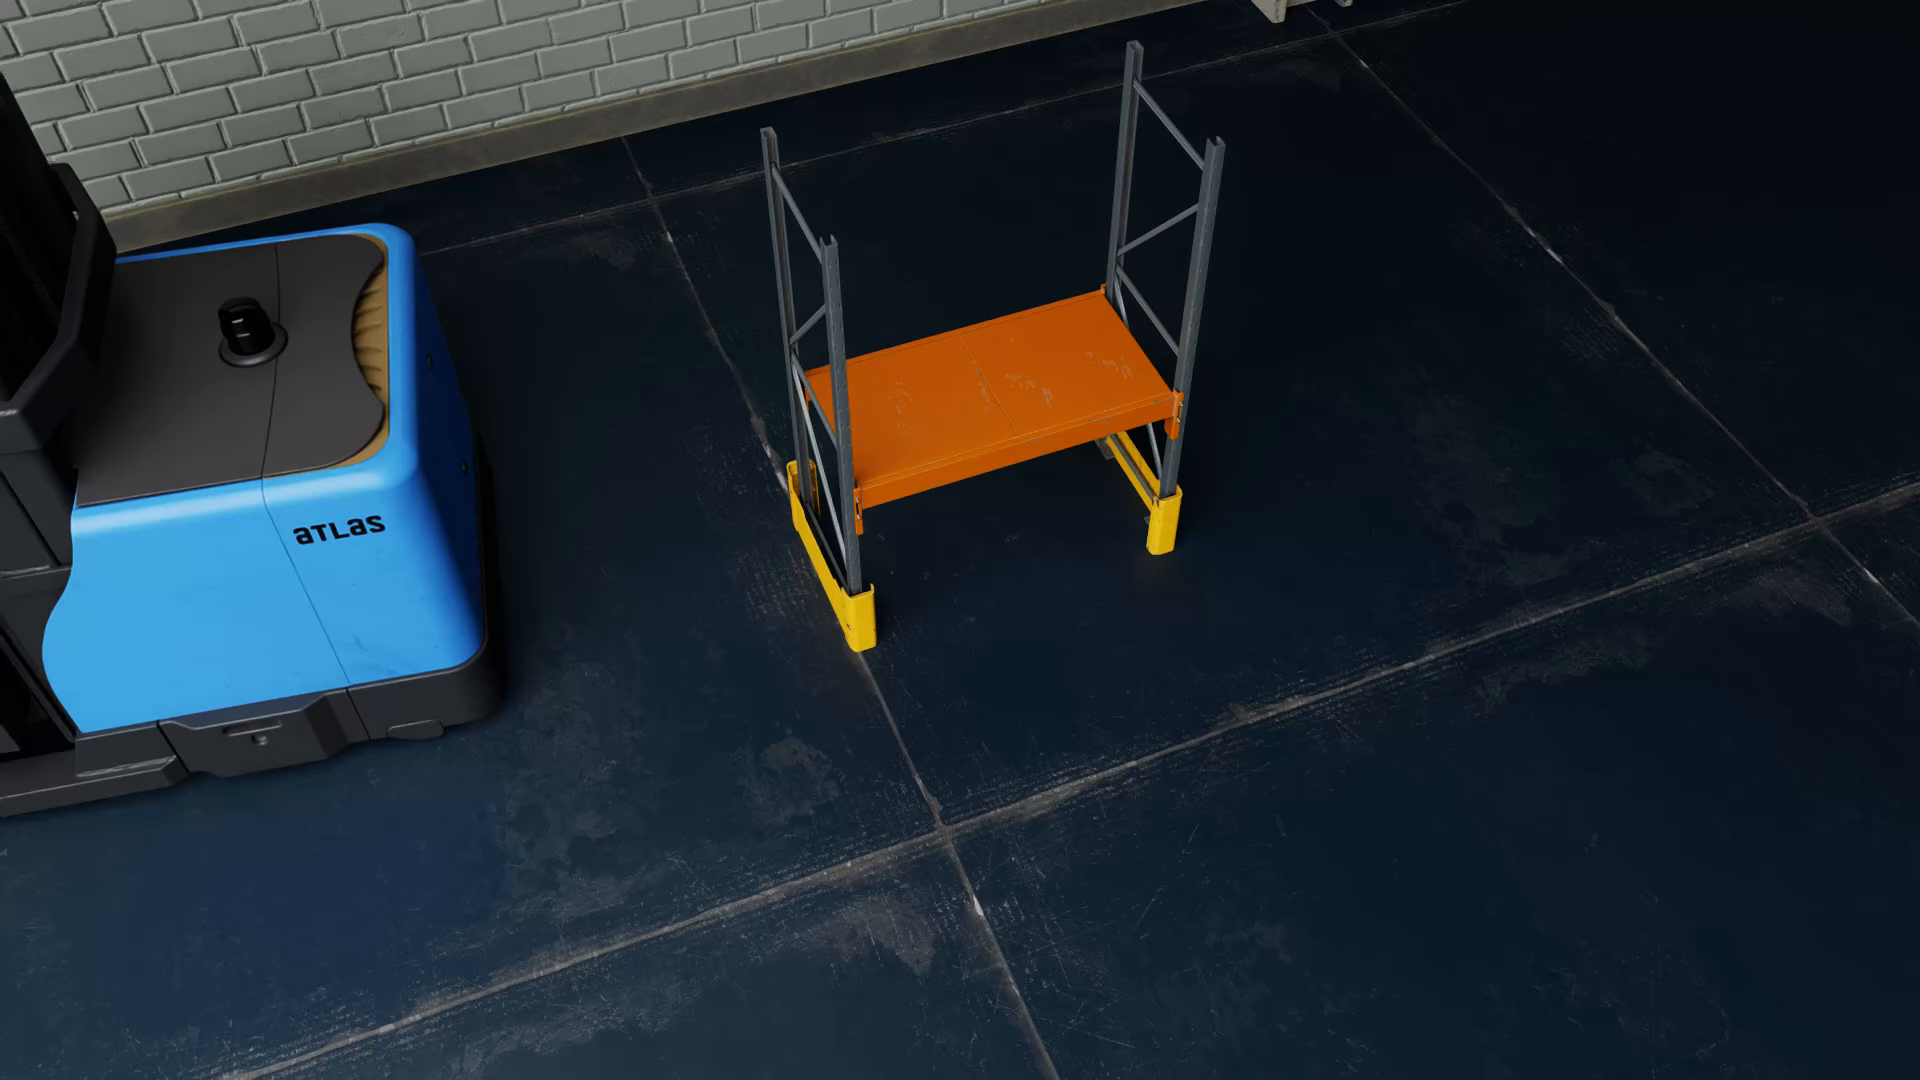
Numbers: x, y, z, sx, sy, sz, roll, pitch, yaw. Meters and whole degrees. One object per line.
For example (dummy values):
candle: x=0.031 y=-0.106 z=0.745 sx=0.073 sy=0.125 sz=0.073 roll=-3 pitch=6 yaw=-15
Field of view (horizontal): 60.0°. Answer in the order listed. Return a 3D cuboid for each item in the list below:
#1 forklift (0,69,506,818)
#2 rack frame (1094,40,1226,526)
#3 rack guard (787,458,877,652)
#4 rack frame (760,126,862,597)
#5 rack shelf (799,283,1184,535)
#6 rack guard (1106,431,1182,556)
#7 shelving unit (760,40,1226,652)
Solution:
forklift: x=-2.879 y=-0.541 z=3.782 sx=3.031 sy=2.935 sz=1.130 roll=-10 pitch=50 yaw=-8
rack frame: x=0.550 y=-0.659 z=4.827 sx=0.032 sy=1.500 sz=0.500 roll=-17 pitch=52 yaw=-14
rack guard: x=-0.390 y=0.040 z=5.051 sx=0.087 sy=0.250 sz=0.587 roll=-17 pitch=52 yaw=-14
rack frame: x=-0.392 y=-0.367 z=4.577 sx=0.032 sy=1.500 sz=0.500 roll=-17 pitch=52 yaw=-14
rack shelf: x=0.079 y=-0.396 z=4.838 sx=1.000 sy=0.185 sz=0.538 roll=-17 pitch=52 yaw=-14
rack guard: x=0.532 y=-0.246 z=5.297 sx=0.087 sy=0.250 sz=0.587 roll=-17 pitch=52 yaw=-14
shelving unit: x=0.071 y=-0.510 z=4.700 sx=1.083 sy=1.500 sz=0.587 roll=-17 pitch=52 yaw=-14
